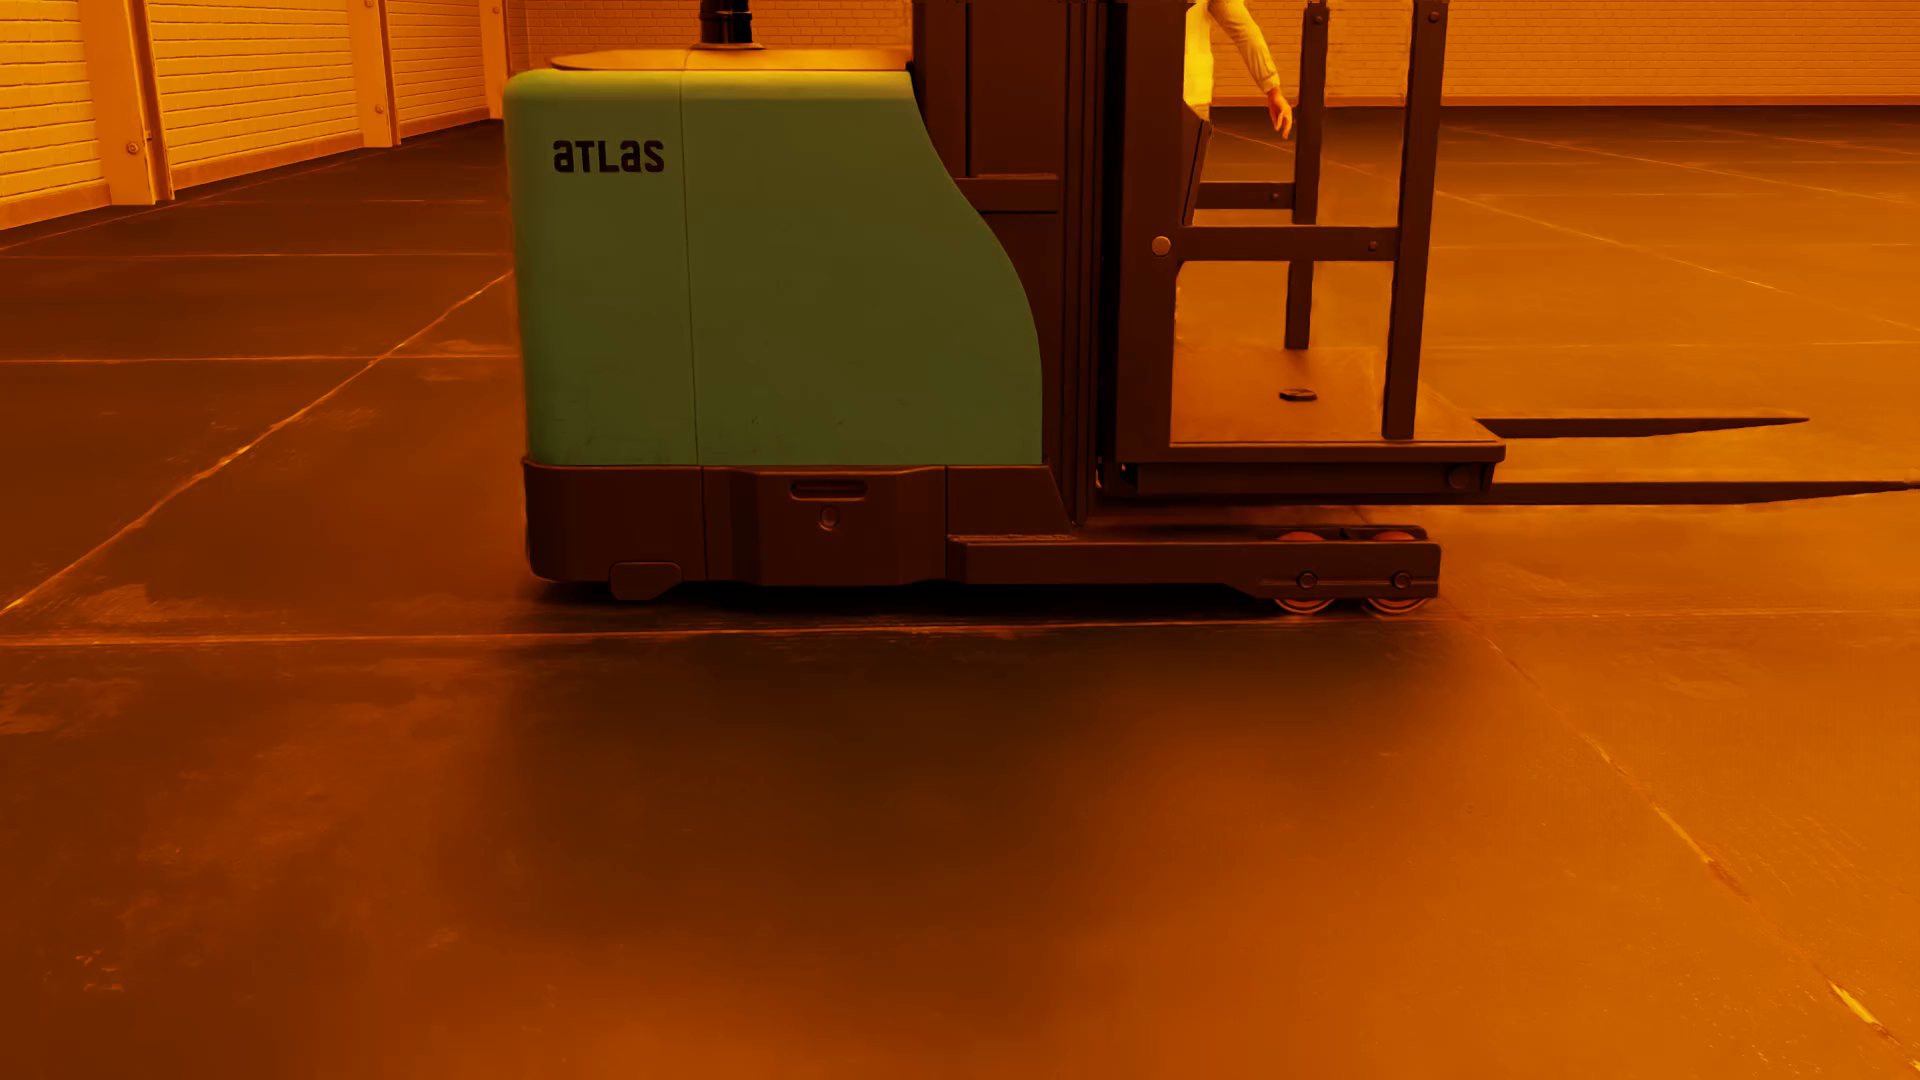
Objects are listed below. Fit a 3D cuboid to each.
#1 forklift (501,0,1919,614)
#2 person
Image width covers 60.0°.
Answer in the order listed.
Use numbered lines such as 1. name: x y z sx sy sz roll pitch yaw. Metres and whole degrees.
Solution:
1. forklift: 0.611 -1.406 3.503 3.031 2.935 1.130 0 17 -1
2. person: 0.785 -1.696 6.506 0.943 1.753 0.755 -2 17 -6
